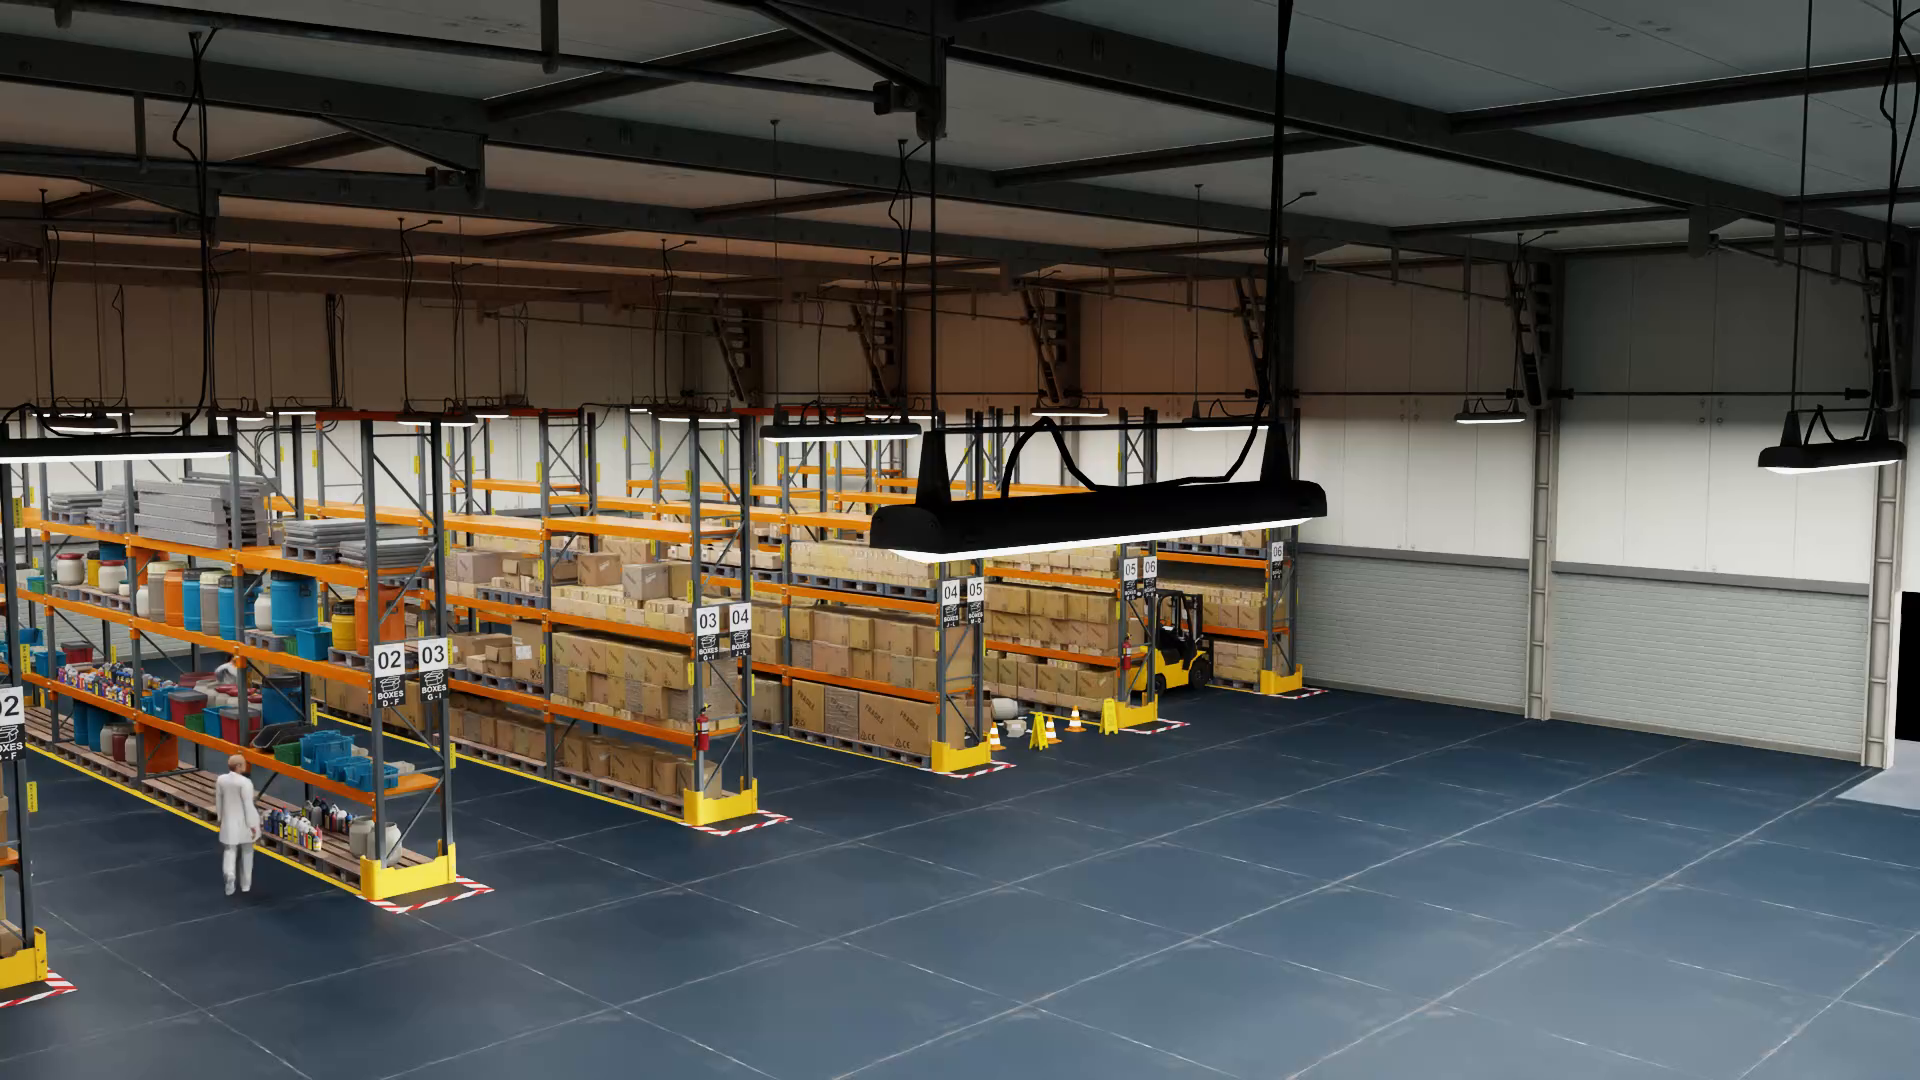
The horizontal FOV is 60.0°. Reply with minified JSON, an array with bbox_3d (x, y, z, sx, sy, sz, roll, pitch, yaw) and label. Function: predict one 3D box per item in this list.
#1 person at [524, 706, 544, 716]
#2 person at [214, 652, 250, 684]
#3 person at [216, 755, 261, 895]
[{"bbox_3d":[-8.258,2.634,32.400,0.932,1.646,0.572,3,6,33],"label":"person"},{"bbox_3d":[-13.229,2.800,30.198,0.997,1.643,0.620,4,7,41],"label":"person"},{"bbox_3d":[-9.110,3.583,20.935,0.530,1.764,0.778,-1,5,-13],"label":"person"}]
